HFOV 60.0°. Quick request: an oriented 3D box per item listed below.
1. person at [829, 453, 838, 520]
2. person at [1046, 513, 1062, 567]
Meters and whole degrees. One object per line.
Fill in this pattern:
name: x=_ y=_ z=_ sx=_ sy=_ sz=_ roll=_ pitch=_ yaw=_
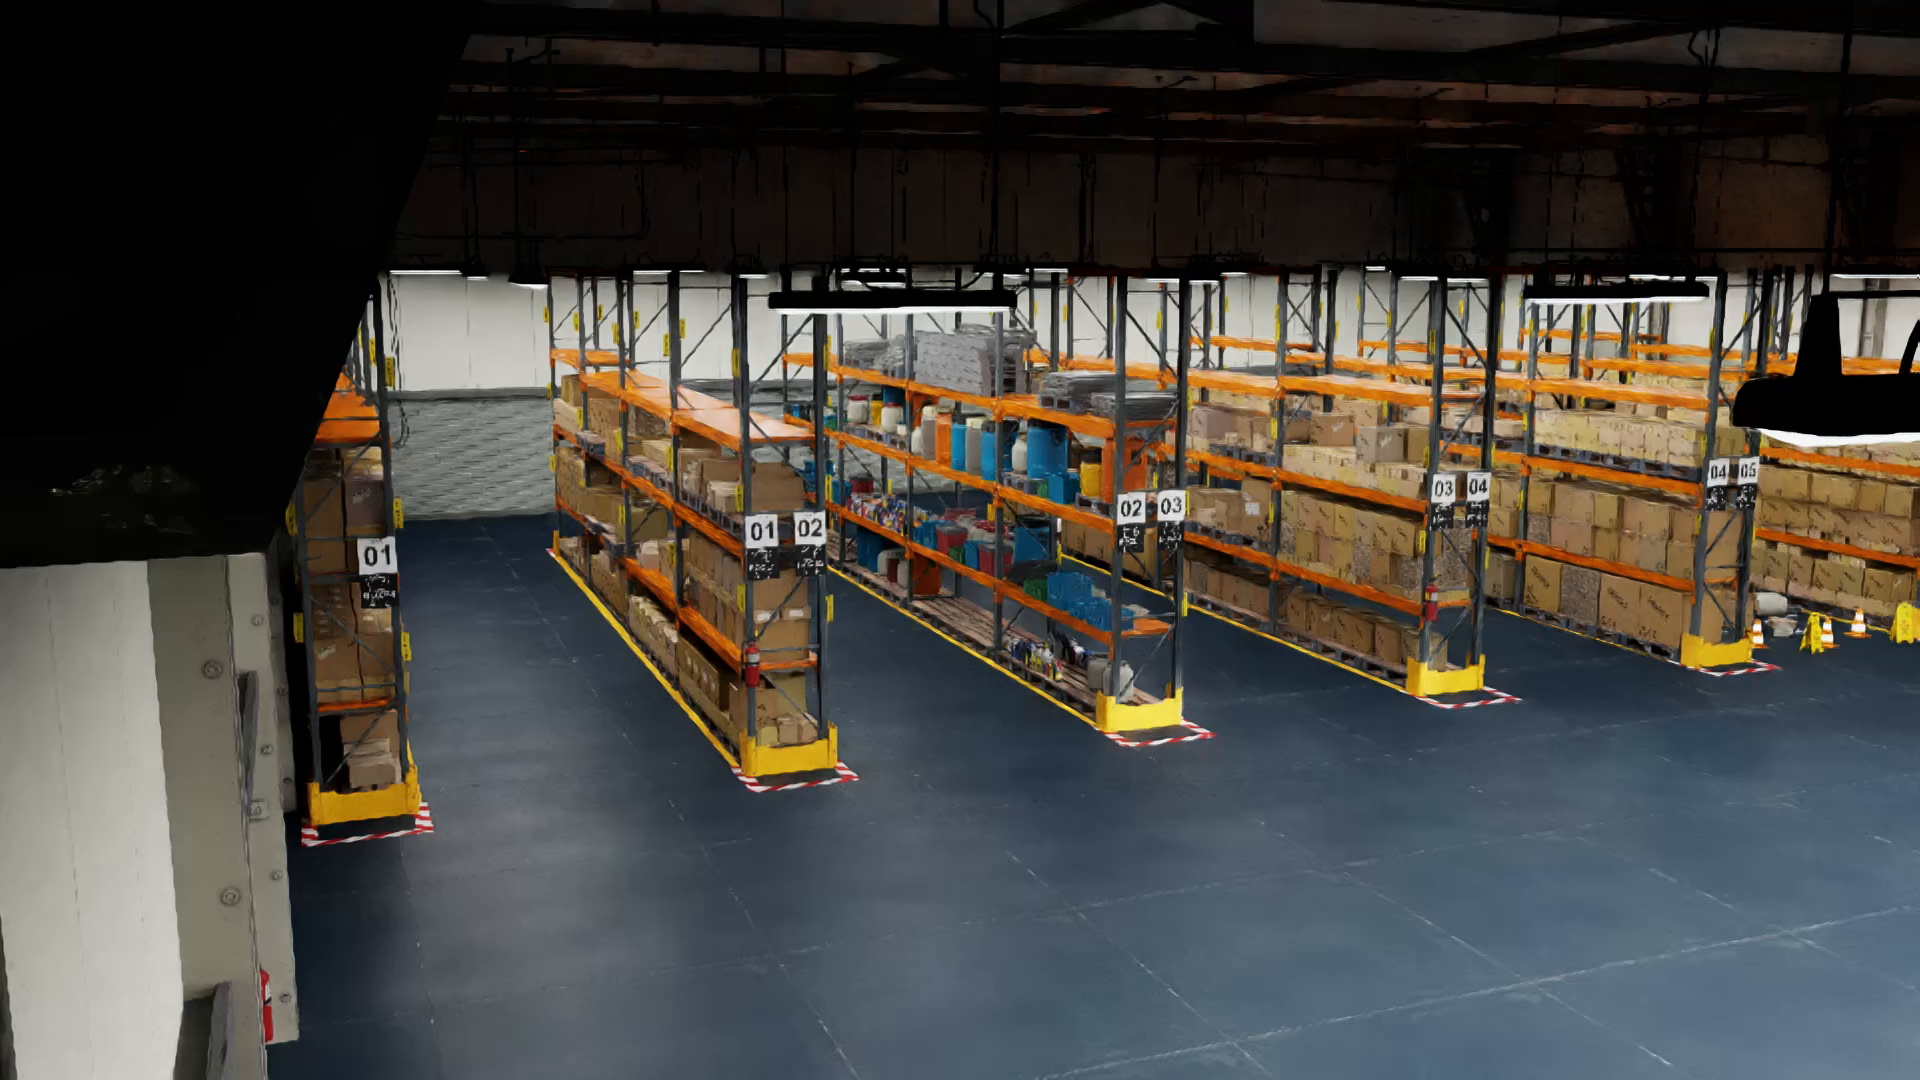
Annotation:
person: x=-3.129 y=-1.277 z=39.231 sx=0.499 sy=1.587 sz=1.074 roll=-4 pitch=11 yaw=-23
person: x=1.736 y=0.088 z=31.227 sx=0.552 sy=1.683 sz=0.440 roll=8 pitch=13 yaw=40
